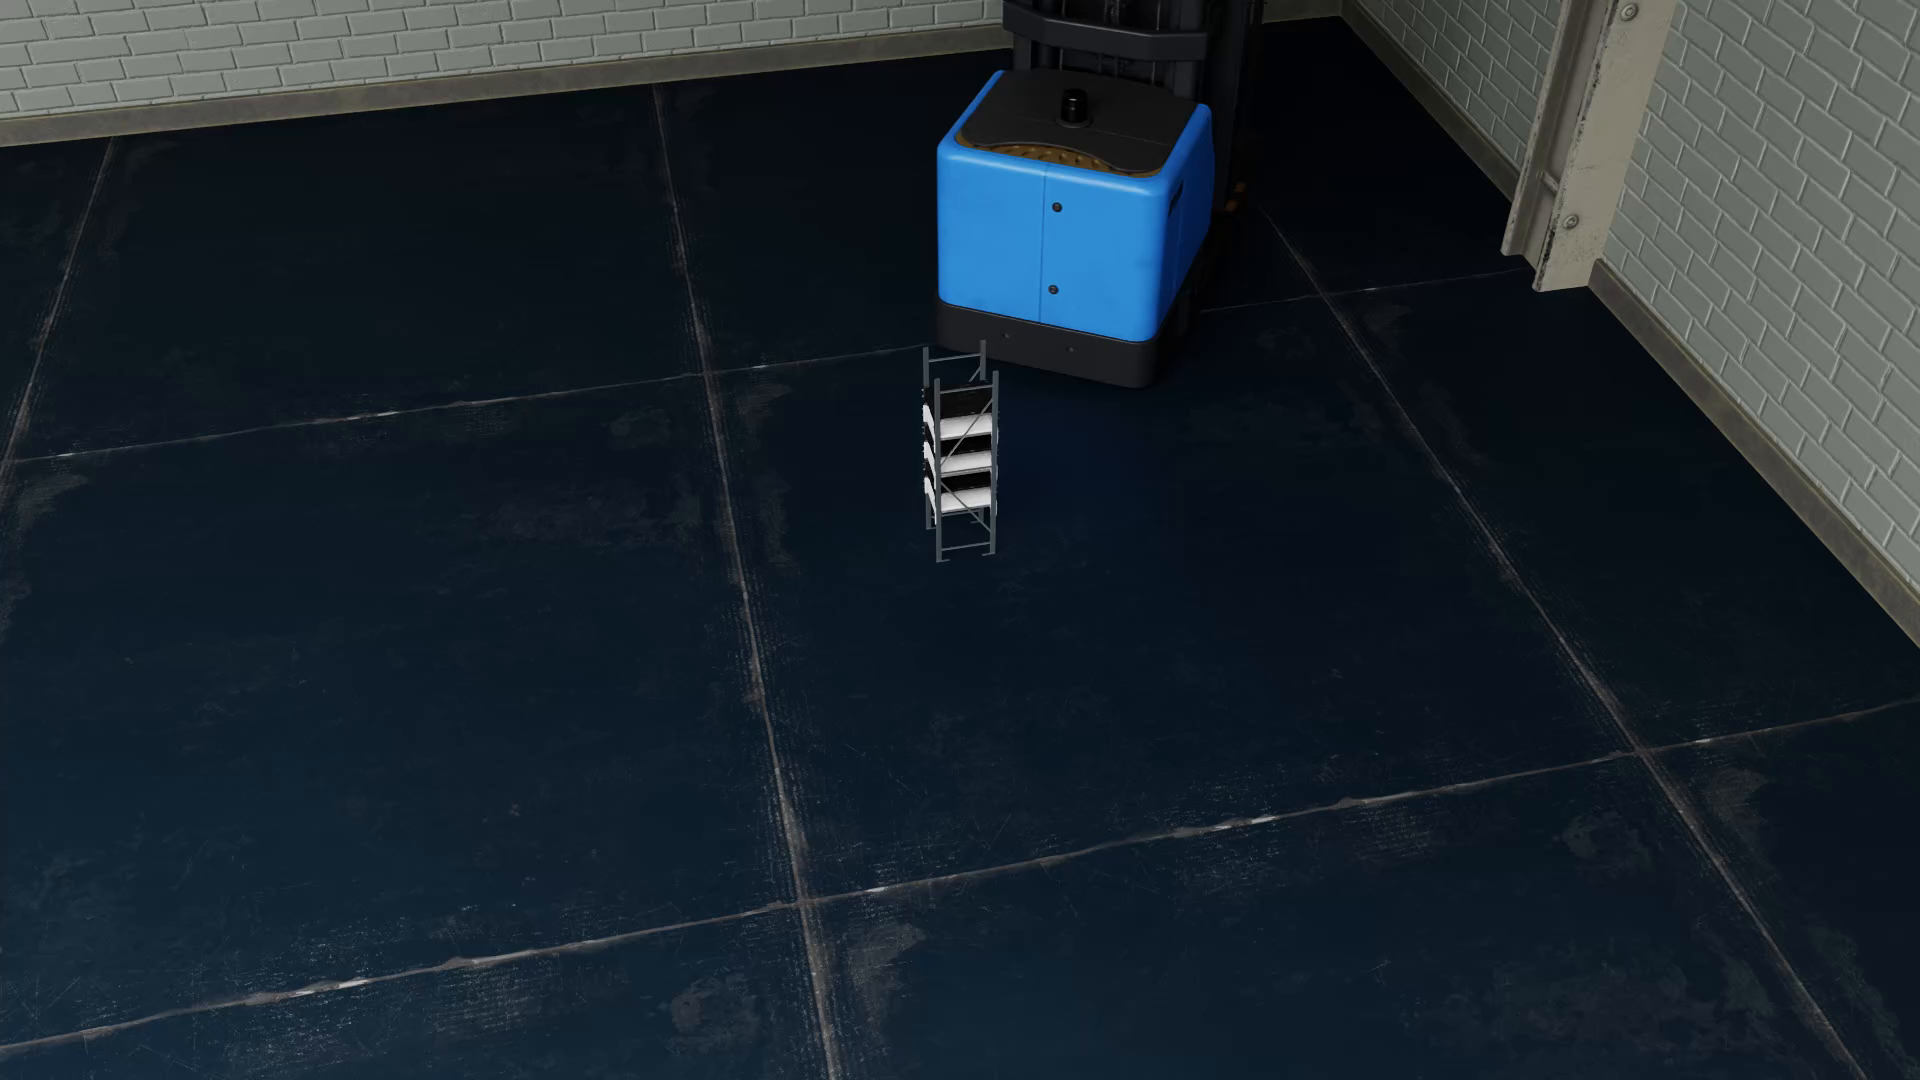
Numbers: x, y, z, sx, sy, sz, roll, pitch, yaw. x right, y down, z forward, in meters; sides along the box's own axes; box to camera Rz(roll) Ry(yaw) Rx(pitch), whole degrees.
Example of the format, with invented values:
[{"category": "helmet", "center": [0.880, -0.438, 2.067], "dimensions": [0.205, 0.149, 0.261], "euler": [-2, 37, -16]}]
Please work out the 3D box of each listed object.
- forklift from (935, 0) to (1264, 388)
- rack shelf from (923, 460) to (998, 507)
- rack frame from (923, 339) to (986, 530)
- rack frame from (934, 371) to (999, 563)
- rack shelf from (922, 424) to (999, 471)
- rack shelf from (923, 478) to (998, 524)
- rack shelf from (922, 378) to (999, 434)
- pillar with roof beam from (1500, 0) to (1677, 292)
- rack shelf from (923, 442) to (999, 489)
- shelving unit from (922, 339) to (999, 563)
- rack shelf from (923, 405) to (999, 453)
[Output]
[{"category": "forklift", "center": [0.874, -2.761, 7.652], "dimensions": [1.130, 2.935, 3.031], "euler": [14, 43, 15]}, {"category": "rack shelf", "center": [0.002, -0.239, 6.527], "dimensions": [0.258, 0.077, 0.200], "euler": [-8, 42, -9]}, {"category": "rack frame", "center": [-0.020, -0.397, 6.520], "dimensions": [0.240, 0.900, 0.006], "euler": [-8, 42, -9]}, {"category": "rack frame", "center": [0.024, -0.265, 6.371], "dimensions": [0.240, 0.900, 0.006], "euler": [-8, 42, -9]}, {"category": "rack shelf", "center": [0.002, -0.374, 6.408], "dimensions": [0.258, 0.077, 0.200], "euler": [-8, 42, -9]}, {"category": "rack shelf", "center": [0.002, -0.172, 6.587], "dimensions": [0.258, 0.077, 0.200], "euler": [-8, 42, -9]}, {"category": "rack shelf", "center": [0.002, -0.508, 6.288], "dimensions": [0.258, 0.077, 0.200], "euler": [-8, 42, -9]}, {"category": "pillar with roof beam", "center": [-1.284, -4.108, 4.600], "dimensions": [9.100, 9.000, 0.400], "euler": [-8, 42, -9]}, {"category": "rack shelf", "center": [0.002, -0.306, 6.467], "dimensions": [0.258, 0.077, 0.200], "euler": [-8, 42, -9]}, {"category": "shelving unit", "center": [0.002, -0.331, 6.445], "dimensions": [0.258, 0.900, 0.210], "euler": [-8, 42, -9]}, {"category": "rack shelf", "center": [0.002, -0.441, 6.348], "dimensions": [0.258, 0.077, 0.200], "euler": [-8, 42, -9]}]
